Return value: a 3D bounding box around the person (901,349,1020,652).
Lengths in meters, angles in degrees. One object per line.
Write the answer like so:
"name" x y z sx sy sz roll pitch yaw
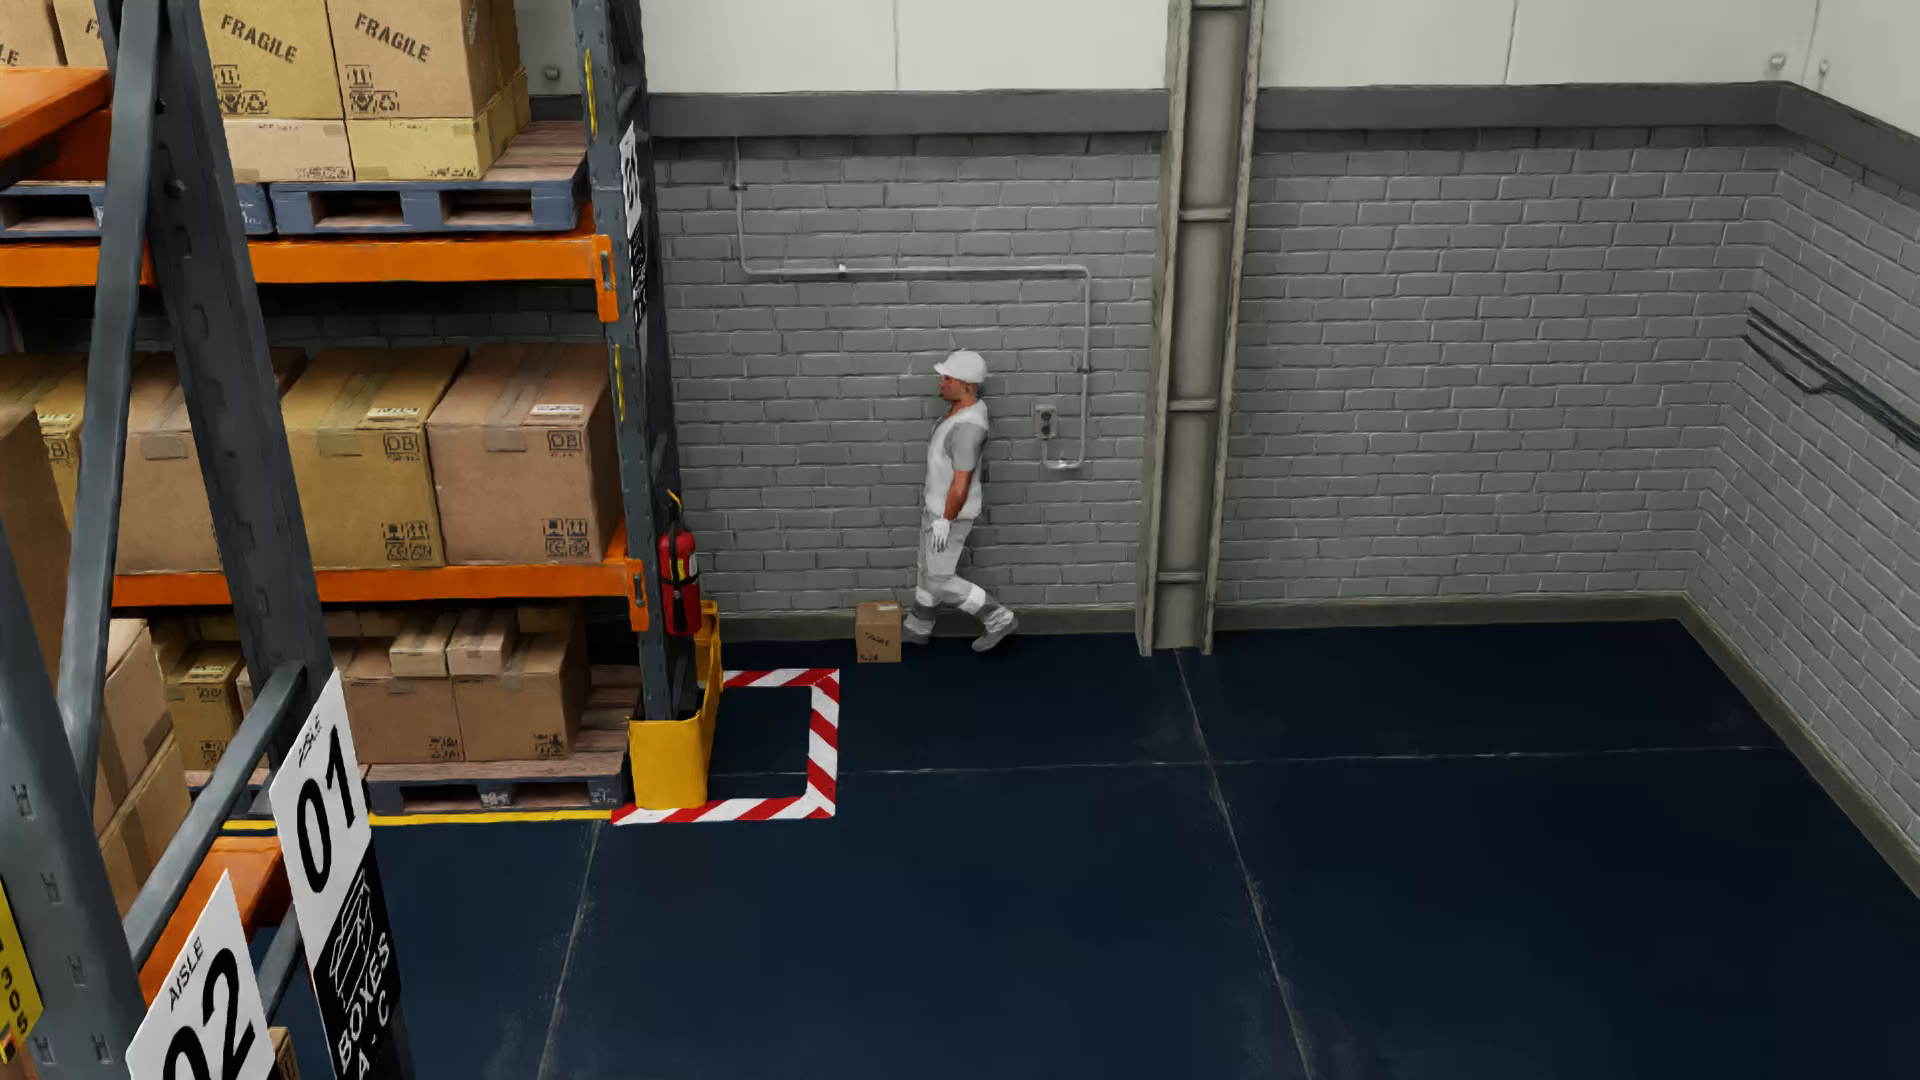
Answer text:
"person" -0.072 -0.177 8.936 0.791 1.779 0.555 -1 27 -2
